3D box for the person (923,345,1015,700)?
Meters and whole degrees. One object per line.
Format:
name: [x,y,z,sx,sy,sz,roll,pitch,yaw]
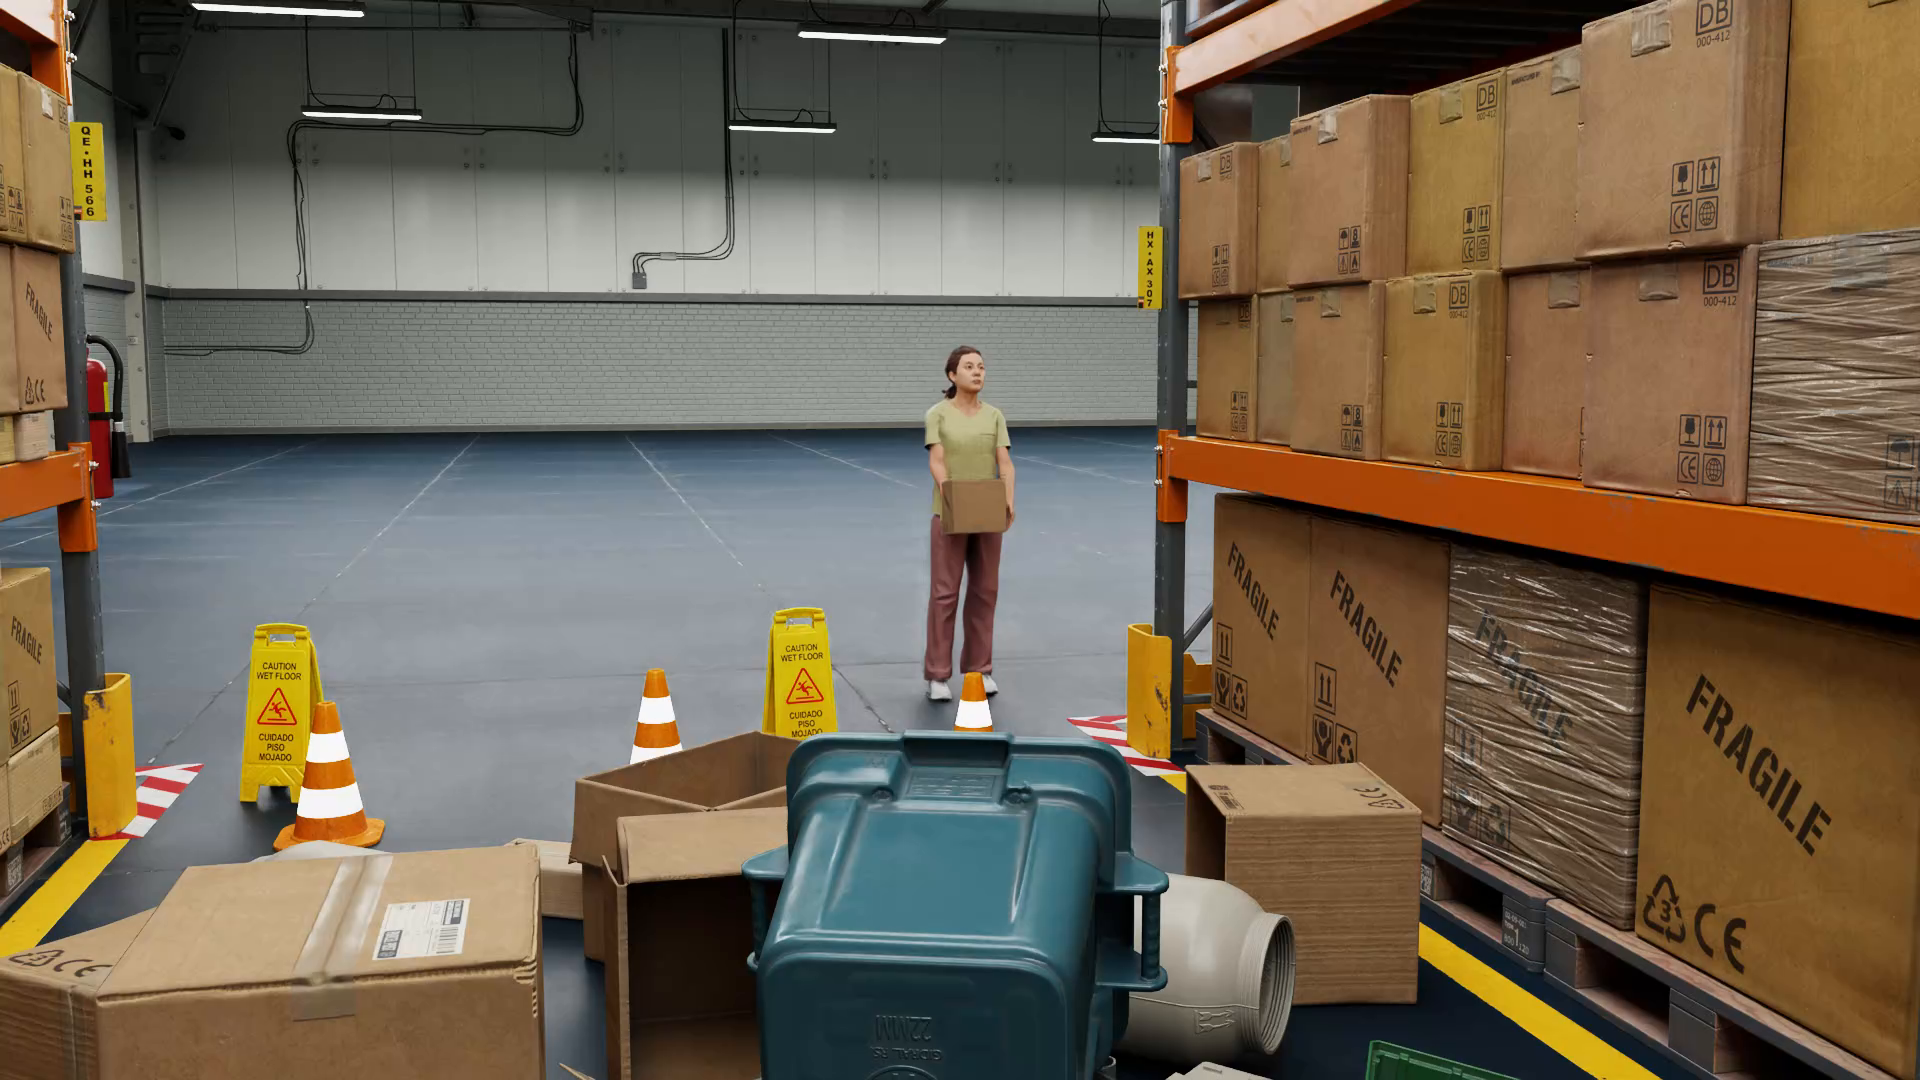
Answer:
person: [0.043,-0.093,7.992,0.475,1.676,0.519,-2,7,-19]
